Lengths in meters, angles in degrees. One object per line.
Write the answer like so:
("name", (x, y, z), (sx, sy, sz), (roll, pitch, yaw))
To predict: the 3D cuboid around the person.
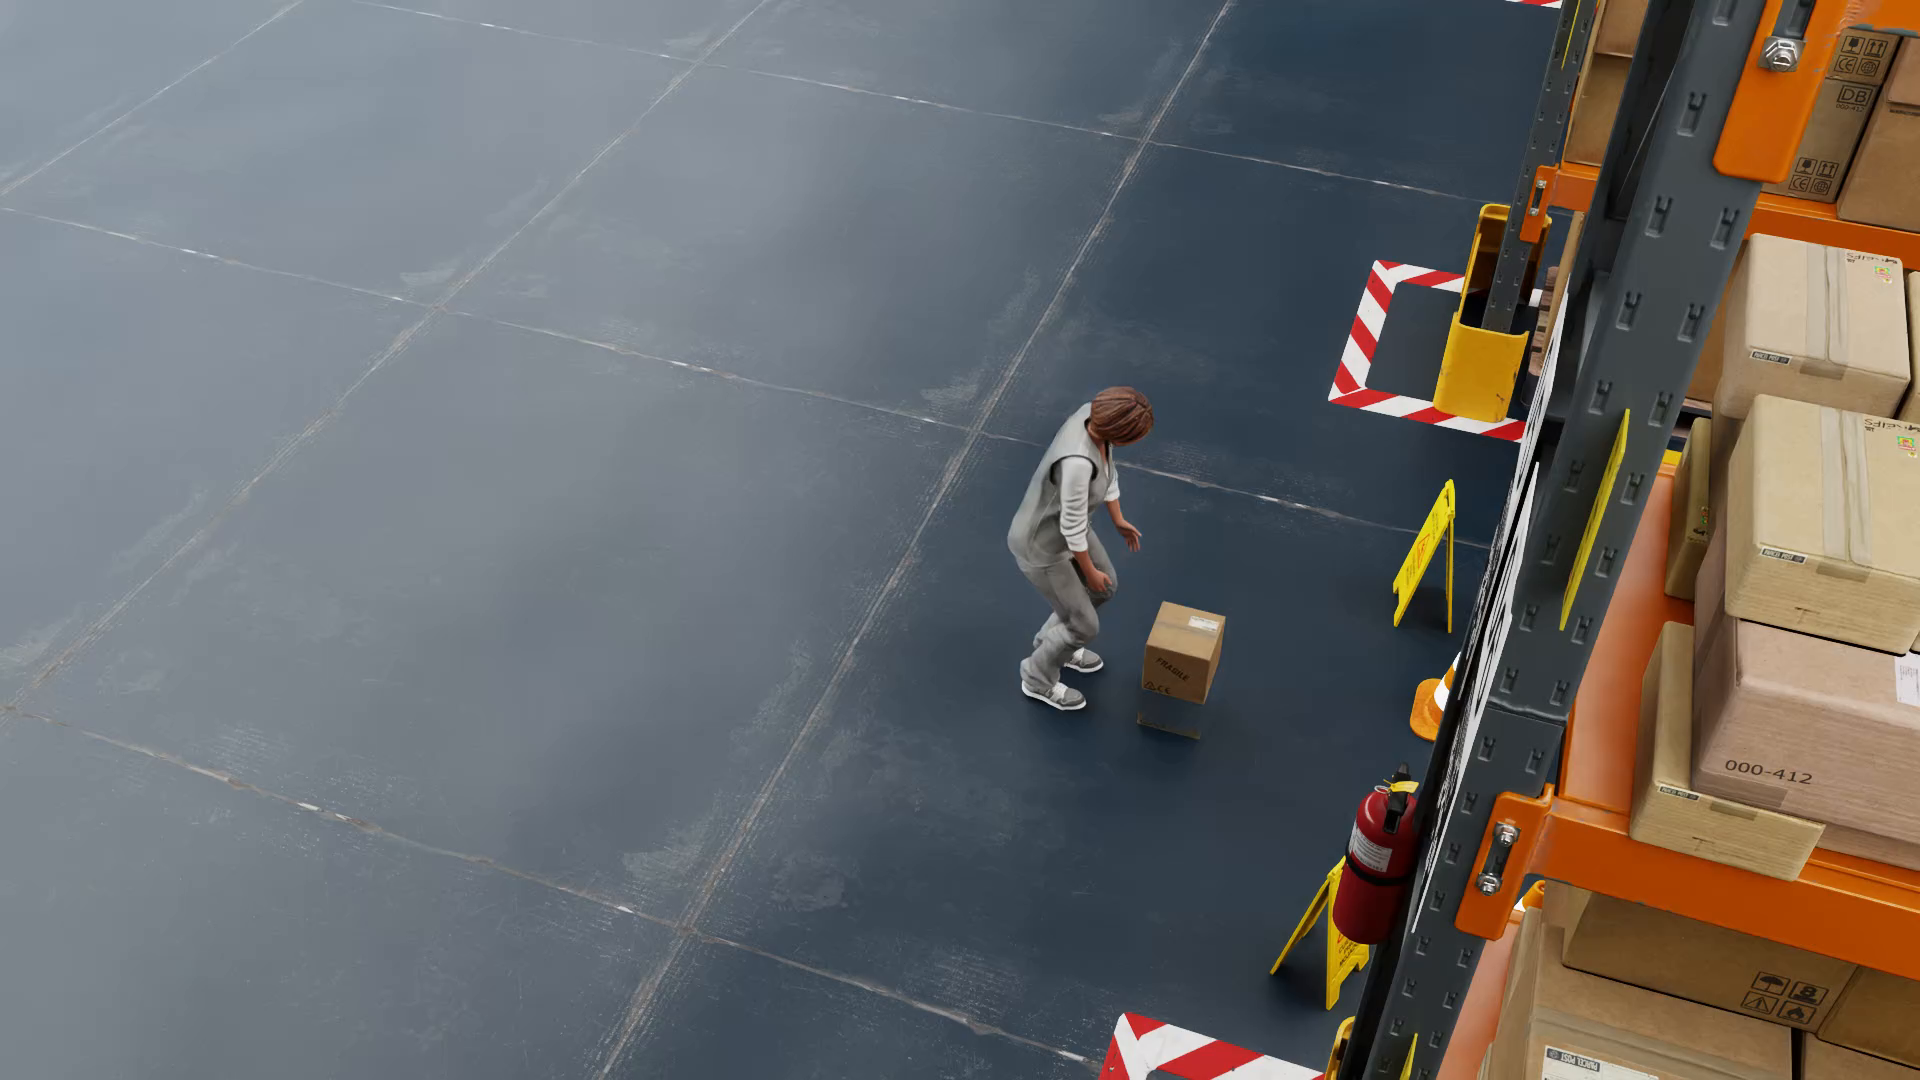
("person", (0.439, 0.016, 6.269), (0.497, 1.448, 0.447), (15, 44, 16))
